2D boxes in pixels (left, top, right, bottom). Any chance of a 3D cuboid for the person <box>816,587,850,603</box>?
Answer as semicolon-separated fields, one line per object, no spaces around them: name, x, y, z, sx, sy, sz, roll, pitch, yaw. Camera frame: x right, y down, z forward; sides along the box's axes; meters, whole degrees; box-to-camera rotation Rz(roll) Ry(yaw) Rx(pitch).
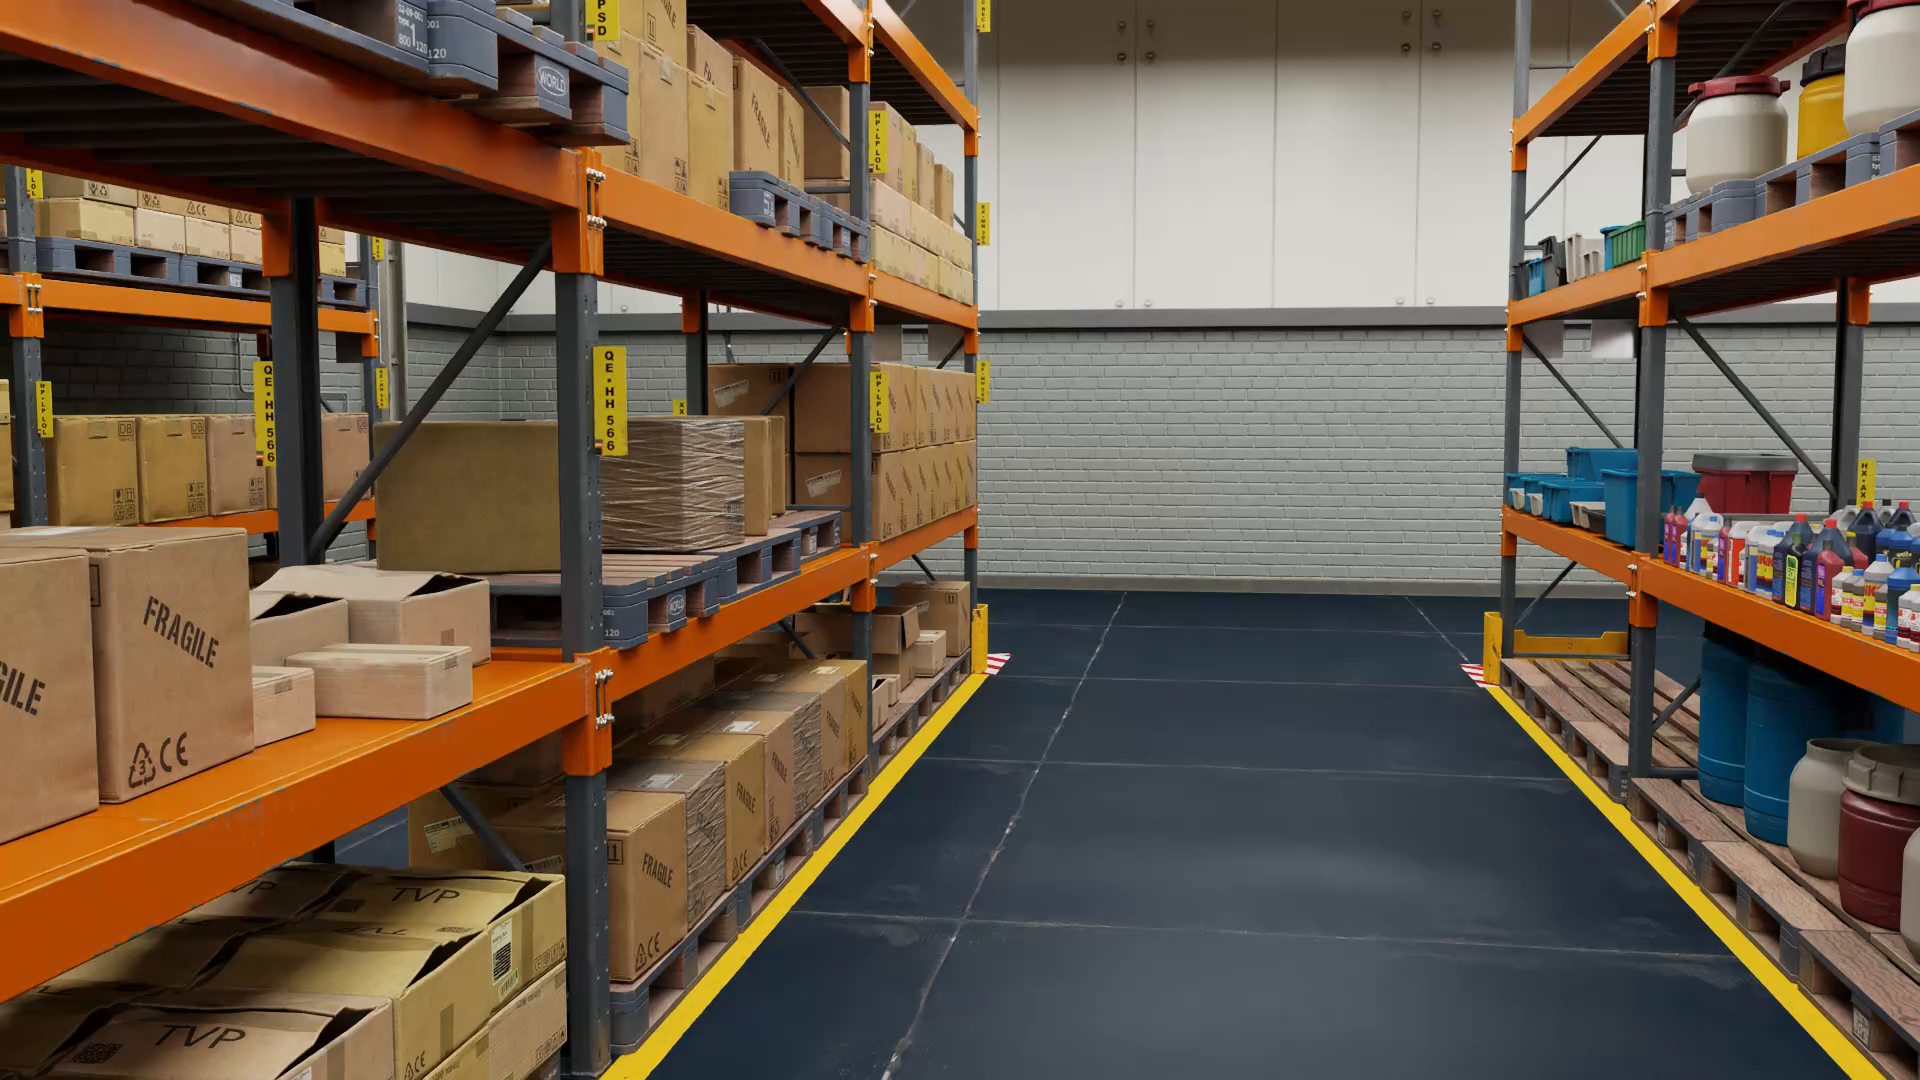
person;-1.172;0.378;15.488;0.444;0.868;0.795;1;5;8
